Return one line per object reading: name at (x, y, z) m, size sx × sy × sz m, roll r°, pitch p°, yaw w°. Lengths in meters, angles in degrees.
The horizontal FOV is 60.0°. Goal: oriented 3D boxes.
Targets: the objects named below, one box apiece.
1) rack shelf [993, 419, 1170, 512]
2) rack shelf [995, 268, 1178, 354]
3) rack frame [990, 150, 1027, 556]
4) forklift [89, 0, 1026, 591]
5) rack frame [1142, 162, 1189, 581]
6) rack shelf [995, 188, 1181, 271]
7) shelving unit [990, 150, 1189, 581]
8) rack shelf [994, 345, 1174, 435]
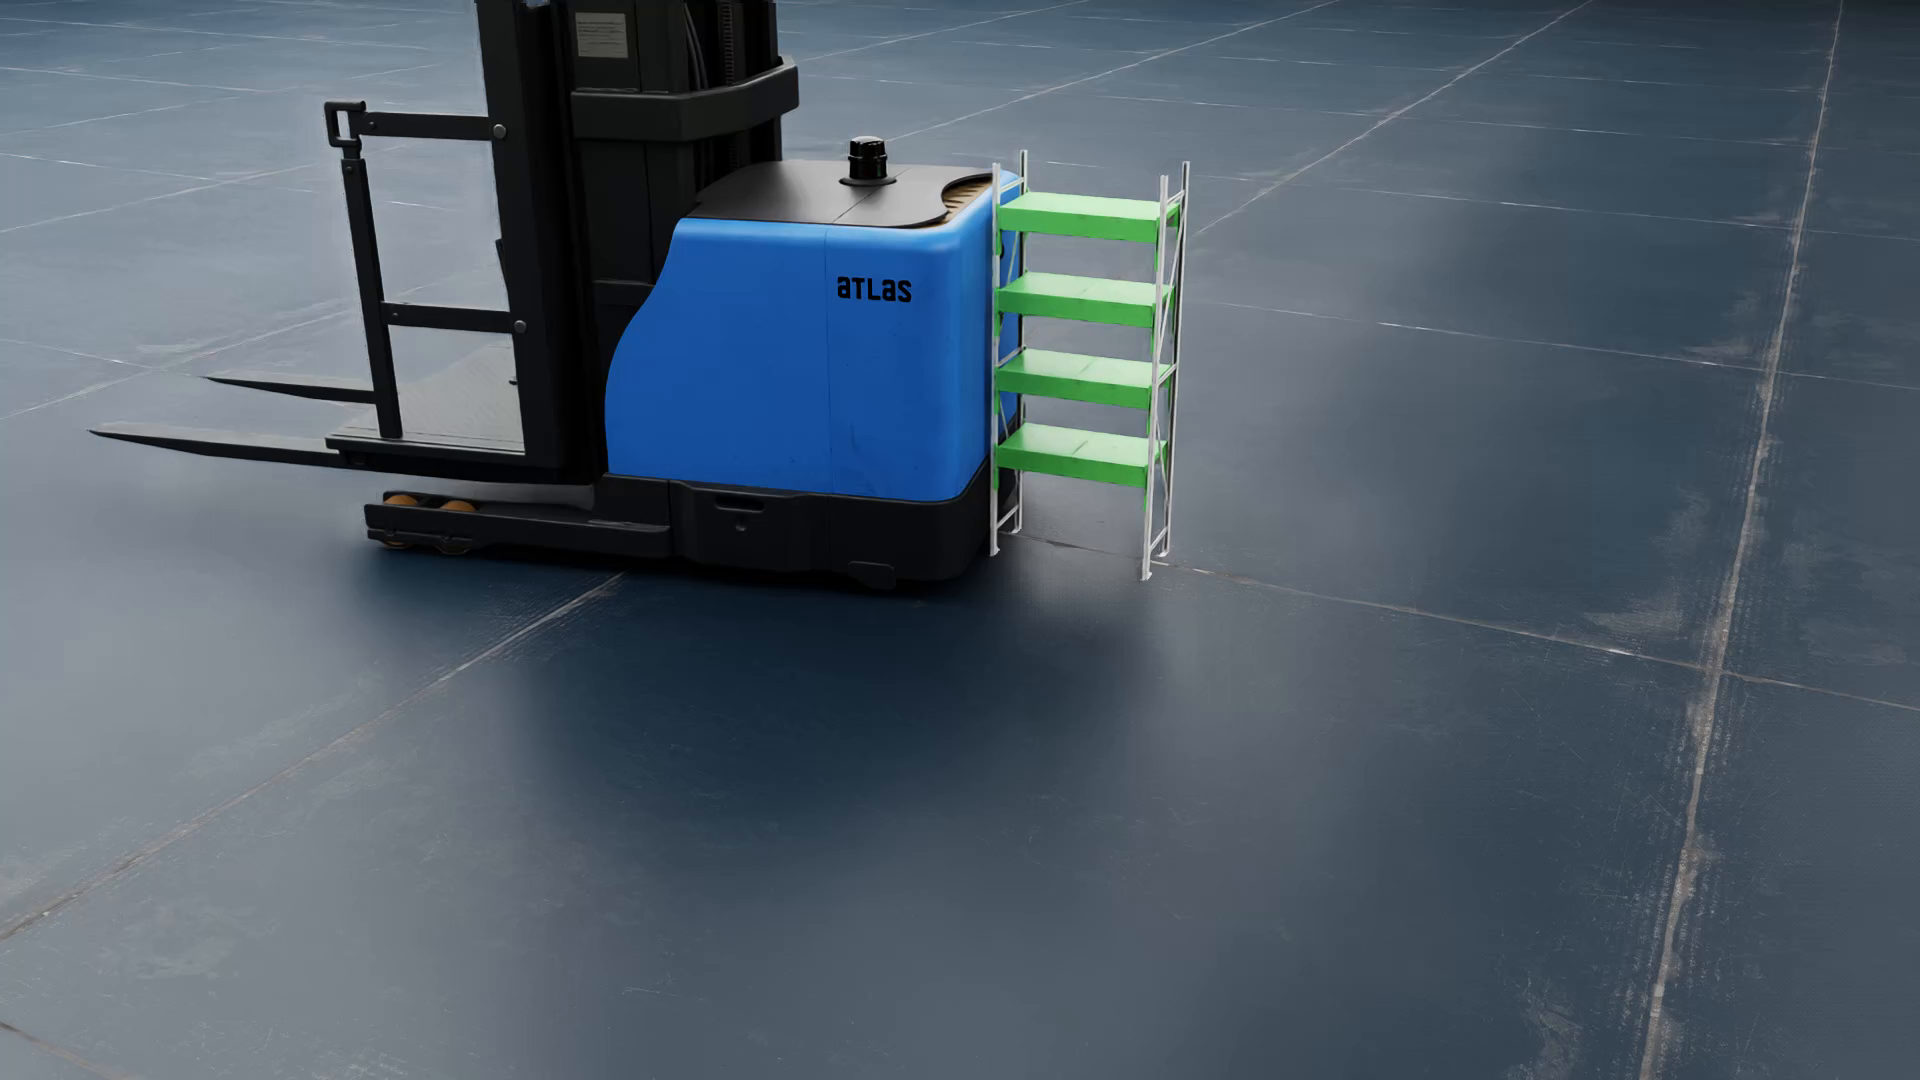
rack shelf at (0.370, -0.230, 5.033) m, size 0.480 × 0.148 × 0.258 m, roll 9°, pitch 25°, yaw 21°
rack shelf at (0.370, -0.671, 4.846) m, size 0.480 × 0.148 × 0.258 m, roll 9°, pitch 25°, yaw 21°
rack frame at (0.144, -0.546, 5.000) m, size 0.015 × 1.200 × 0.240 m, roll 9°, pitch 25°, yaw 21°
forklift at (-1.356, -1.494, 5.019) m, size 3.031 × 2.935 × 1.130 m, roll 5°, pitch 24°, yaw 13°
rack frame at (0.595, -0.473, 4.829) m, size 0.015 × 1.200 × 0.240 m, roll 9°, pitch 25°, yaw 21°
rack shelf at (0.370, -0.892, 4.752) m, size 0.480 × 0.148 × 0.258 m, roll 9°, pitch 25°, yaw 21°
shelving unit at (0.370, -0.509, 4.915) m, size 0.503 × 1.200 × 0.258 m, roll 9°, pitch 25°, yaw 21°
rack shelf at (0.370, -0.451, 4.940) m, size 0.480 × 0.148 × 0.258 m, roll 9°, pitch 25°, yaw 21°
